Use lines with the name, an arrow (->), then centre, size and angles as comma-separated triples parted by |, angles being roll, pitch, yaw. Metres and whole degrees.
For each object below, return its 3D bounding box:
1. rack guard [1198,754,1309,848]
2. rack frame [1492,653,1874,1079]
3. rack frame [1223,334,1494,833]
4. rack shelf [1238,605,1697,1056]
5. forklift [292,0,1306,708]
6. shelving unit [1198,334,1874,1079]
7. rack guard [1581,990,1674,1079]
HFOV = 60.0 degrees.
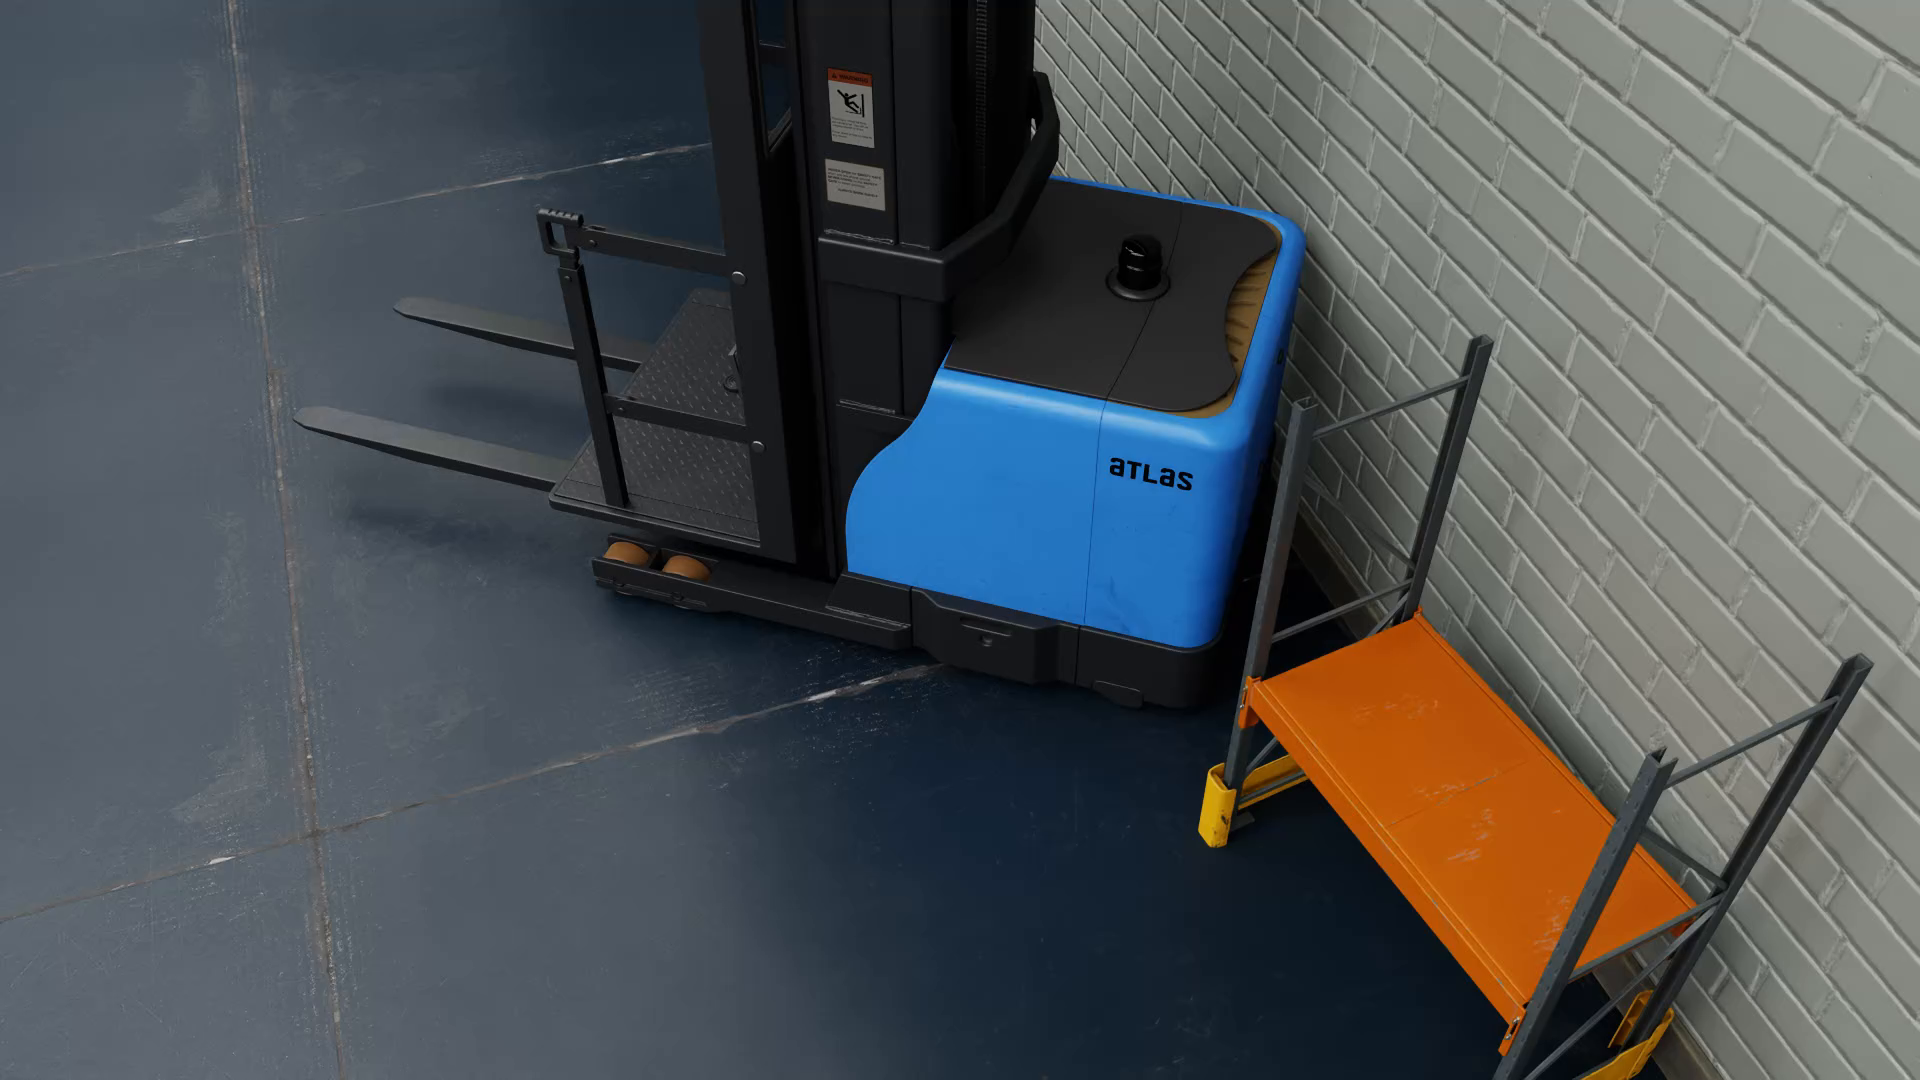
rack guard -> 0.914, 0.618, 4.458 | 0.587, 0.250, 0.087 | -20, 48, -19
rack frame -> 1.374, 0.818, 3.376 | 0.500, 1.500, 0.032 | -20, 48, -19
rack frame -> 0.914, 0.176, 4.016 | 0.500, 1.500, 0.032 | -20, 48, -19
rack shelf -> 1.144, 0.624, 3.823 | 0.538, 0.185, 1.000 | -20, 48, -19
forklift -> -0.597, -1.168, 4.345 | 3.031, 2.935, 1.130 | 13, 46, 12
shelving unit -> 1.140, 0.491, 3.702 | 0.587, 1.500, 1.083 | -20, 48, -19
rack guard -> 1.366, 1.247, 3.831 | 0.587, 0.250, 0.087 | -20, 48, -19
